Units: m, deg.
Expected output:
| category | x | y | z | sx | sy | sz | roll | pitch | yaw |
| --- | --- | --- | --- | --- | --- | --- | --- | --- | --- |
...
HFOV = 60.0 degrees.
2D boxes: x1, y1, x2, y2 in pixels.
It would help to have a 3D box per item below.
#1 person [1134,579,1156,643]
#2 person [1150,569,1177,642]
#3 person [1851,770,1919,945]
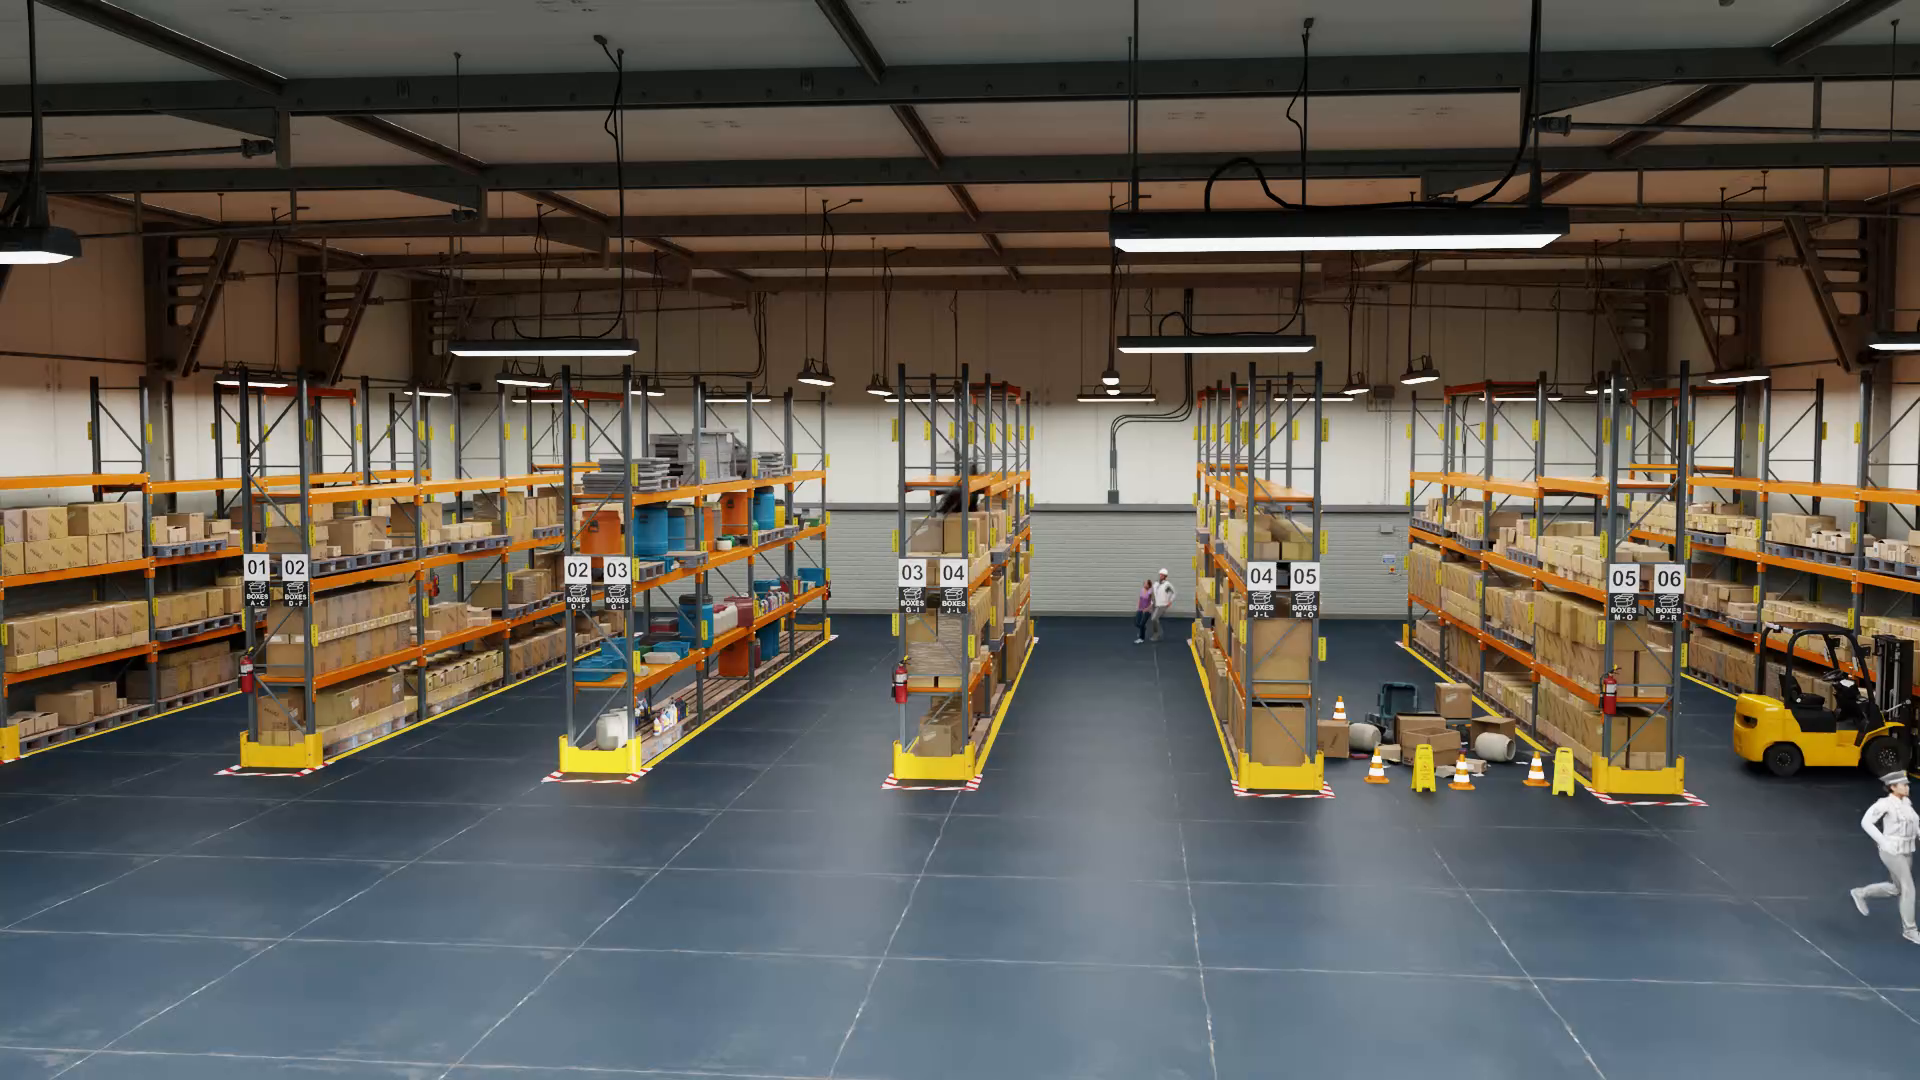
| category | x | y | z | sx | sy | sz | roll | pitch | yaw |
| --- | --- | --- | --- | --- | --- | --- | --- | --- | --- |
| person | 4.432 | 1.697 | 39.671 | 0.595 | 1.536 | 0.511 | 3 | 5 | 37 |
| person | 4.801 | 1.580 | 39.935 | 0.650 | 1.785 | 0.722 | -3 | 5 | -42 |
| person | 9.281 | 3.114 | 16.526 | 0.618 | 1.696 | 0.802 | -2 | 4 | -34 |
